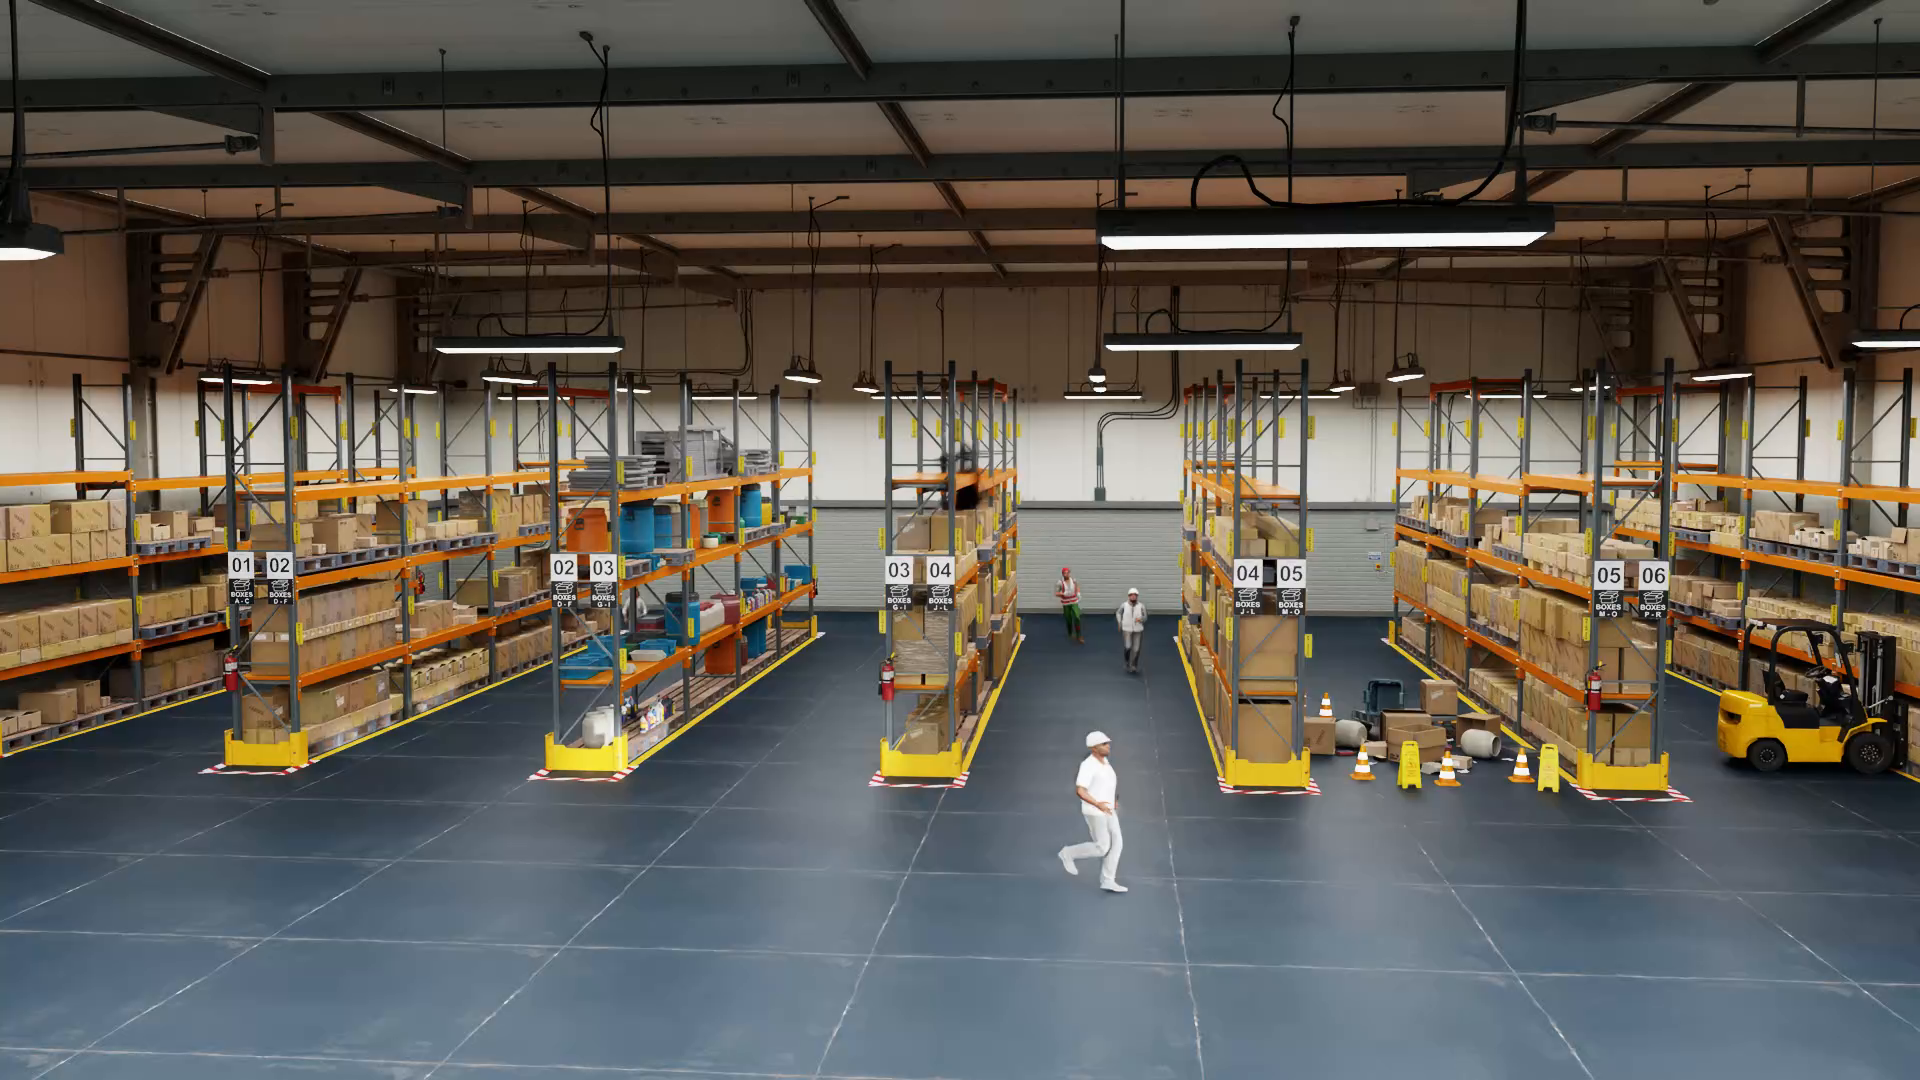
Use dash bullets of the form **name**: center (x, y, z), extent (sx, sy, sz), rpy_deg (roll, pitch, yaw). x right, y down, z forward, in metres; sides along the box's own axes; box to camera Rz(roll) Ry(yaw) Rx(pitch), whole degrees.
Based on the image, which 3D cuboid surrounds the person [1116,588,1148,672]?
- **person**: center (3.550, 1.864, 34.272), extent (0.634, 1.742, 0.663), rpy_deg (0, 4, 2)

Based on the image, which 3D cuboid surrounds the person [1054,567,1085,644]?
- **person**: center (2.553, 1.534, 39.384), extent (0.697, 1.801, 0.834), rpy_deg (-1, 4, -8)

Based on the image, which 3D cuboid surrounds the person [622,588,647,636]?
- **person**: center (-7.150, 1.828, 36.563), extent (0.536, 1.555, 0.544), rpy_deg (-1, 4, -10)

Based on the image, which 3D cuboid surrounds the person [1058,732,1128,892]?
- **person**: center (1.471, 2.953, 18.160), extent (0.779, 1.743, 0.698), rpy_deg (2, 4, 27)
